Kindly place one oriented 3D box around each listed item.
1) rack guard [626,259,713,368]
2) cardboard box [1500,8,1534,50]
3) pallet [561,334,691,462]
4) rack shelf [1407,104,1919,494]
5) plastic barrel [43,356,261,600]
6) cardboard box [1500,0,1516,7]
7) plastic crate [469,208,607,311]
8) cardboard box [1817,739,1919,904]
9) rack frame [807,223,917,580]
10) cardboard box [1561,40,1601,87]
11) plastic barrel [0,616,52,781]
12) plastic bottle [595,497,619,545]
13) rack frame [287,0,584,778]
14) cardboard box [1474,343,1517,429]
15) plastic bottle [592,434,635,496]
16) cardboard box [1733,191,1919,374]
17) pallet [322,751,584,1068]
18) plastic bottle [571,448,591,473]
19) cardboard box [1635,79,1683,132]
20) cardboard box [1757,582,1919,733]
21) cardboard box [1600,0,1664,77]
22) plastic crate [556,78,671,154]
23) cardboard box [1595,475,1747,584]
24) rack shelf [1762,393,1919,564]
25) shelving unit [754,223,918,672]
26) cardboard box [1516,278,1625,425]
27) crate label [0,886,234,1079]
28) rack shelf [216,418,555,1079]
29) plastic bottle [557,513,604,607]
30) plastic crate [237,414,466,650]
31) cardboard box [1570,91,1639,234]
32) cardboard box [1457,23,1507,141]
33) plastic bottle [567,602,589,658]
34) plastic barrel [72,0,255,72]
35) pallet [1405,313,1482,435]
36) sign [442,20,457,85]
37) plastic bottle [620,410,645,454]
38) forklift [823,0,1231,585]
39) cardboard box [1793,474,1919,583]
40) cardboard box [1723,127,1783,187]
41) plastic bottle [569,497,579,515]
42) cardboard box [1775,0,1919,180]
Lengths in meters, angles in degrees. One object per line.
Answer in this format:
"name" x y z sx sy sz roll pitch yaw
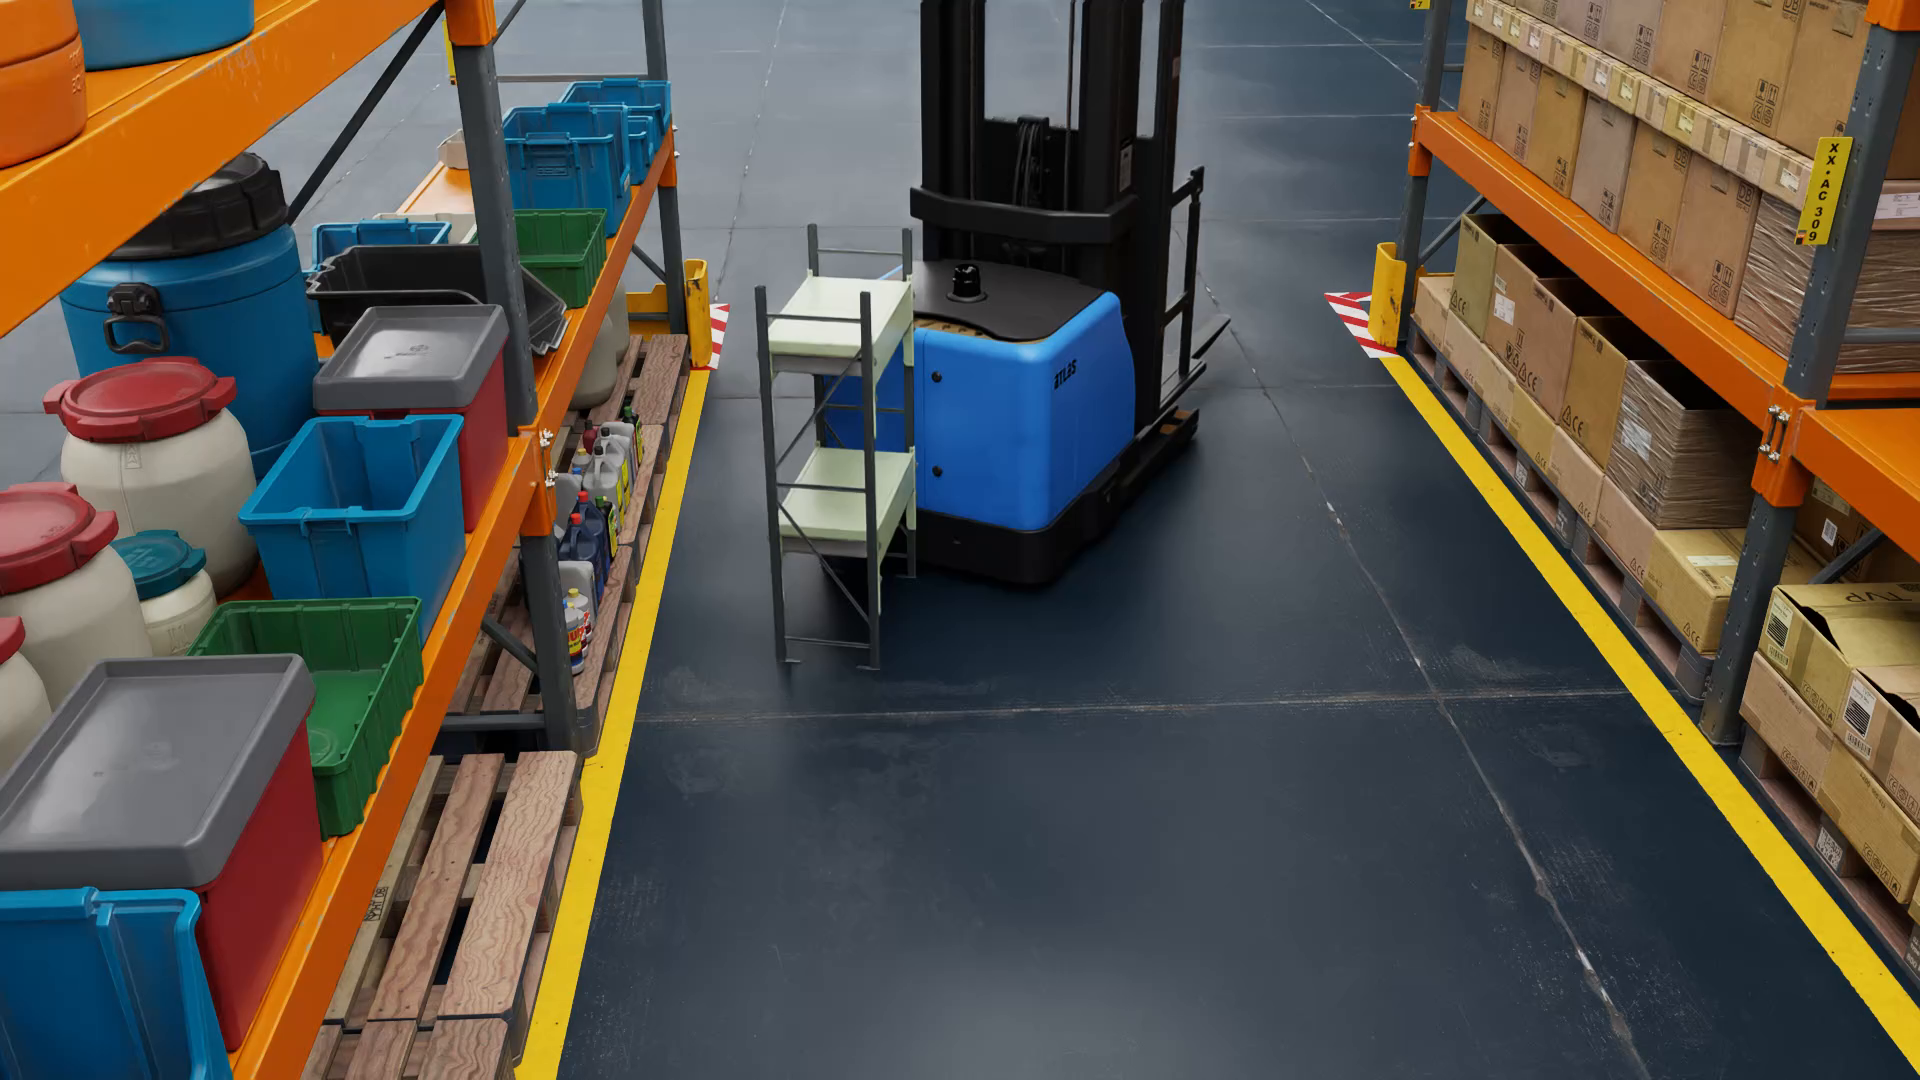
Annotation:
"rack guard" -1.961 -1.227 9.062 1.175 0.500 0.348 -1 28 -3
"cardboard box" 2.768 -2.396 7.790 0.380 0.149 0.250 -1 28 -2
"pallet" -1.924 -0.724 8.409 1.003 0.211 1.213 -1 28 -3
"rack shelf" 3.039 -1.245 7.171 1.077 0.370 4.000 -1 28 -3
"plastic barrel" -1.972 -0.135 4.119 0.433 0.535 0.433 0 28 0
"cardboard box" 2.949 -2.866 7.991 0.700 0.500 0.500 -1 28 -2
"plastic crate" -1.592 -1.062 6.271 0.450 0.188 0.662 -1 28 -3
"cardboard box" 2.943 0.821 4.951 0.500 0.250 0.500 -1 28 -1
"rack frame" -0.380 -0.519 6.624 0.400 1.500 0.023 4 28 8
"cardboard box" 2.809 -2.038 7.104 0.380 0.149 0.250 -2 28 -3
"plastic barrel" -1.911 0.403 3.086 0.433 0.535 0.433 0 28 0
"plastic bottle" -1.432 -0.078 6.705 0.097 0.201 0.097 0 28 0
"rack frame" -1.803 -0.522 5.007 1.000 3.000 0.127 -1 28 -3
"cardboard box" 2.796 -0.739 7.943 0.500 0.250 0.500 -1 28 -3
"plastic bottle" -1.485 -0.338 7.124 0.152 0.276 0.135 -2 28 -4
"cardboard box" 3.114 -0.889 5.603 0.700 0.500 0.500 -2 28 -4
"pallet" -1.723 1.076 4.959 1.003 0.211 1.213 -1 28 -3
"plastic bottle" -1.609 -0.293 7.119 0.097 0.201 0.097 0 28 0
"cardboard box" 2.851 -1.679 6.415 0.380 0.149 0.250 -1 28 -1
"cardboard box" 2.916 0.341 5.265 0.500 0.311 0.500 -1 28 -2
"cardboard box" 3.035 -2.160 6.636 0.700 0.500 0.500 -1 28 -3
"plastic crate" -1.687 -2.079 8.154 0.499 0.251 0.616 -1 28 -3
"cardboard box" 2.885 -0.047 6.616 0.500 0.250 0.500 -1 28 -3
"rack shelf" 3.248 0.603 3.629 1.077 0.370 4.000 -1 28 -3
"shelving unit" -0.440 -0.352 6.303 0.431 1.500 0.755 4 28 8
"cardboard box" 2.816 -0.841 7.327 0.500 0.500 0.500 -1 28 -3
"crate label" -1.376 0.844 2.350 0.502 0.435 0.616 -1 28 -3
"rack shelf" -1.699 0.721 3.403 1.077 0.370 4.000 -1 28 -3
"plastic bottle" -1.431 0.075 6.252 0.144 0.351 0.185 -1 28 -1
"plastic crate" -1.435 -0.013 4.049 0.392 0.384 0.575 -1 28 -3
"cardboard box" 3.030 -1.601 6.967 0.700 0.500 0.500 -1 28 -1
"cardboard box" 2.946 -2.316 8.338 0.700 0.500 0.500 -1 28 -3
"plastic bottle" -1.387 0.319 5.945 0.097 0.201 0.097 0 28 0
"plastic barrel" -1.492 -1.241 2.599 0.600 0.901 0.708 -1 28 -3
"pallet" 3.016 -0.899 8.745 1.003 0.211 1.213 -1 28 -3
"sign" -2.562 -2.481 8.463 0.100 0.325 0.005 -1 28 -3
"plastic bottle" -1.478 -0.486 7.489 0.097 0.201 0.097 0 28 0
"forklift" 0.519 -1.773 7.480 1.130 2.935 3.031 13 30 23
"cardboard box" 3.432 -0.161 6.024 0.500 0.500 0.500 -1 28 -3
"cardboard box" 2.888 -1.327 5.742 0.380 0.149 0.250 -2 28 -4
"plastic bottle" -1.486 -0.044 6.566 0.097 0.271 0.097 0 28 0
"cardboard box" 3.114 -1.464 5.303 0.700 0.500 0.500 -1 28 -2
